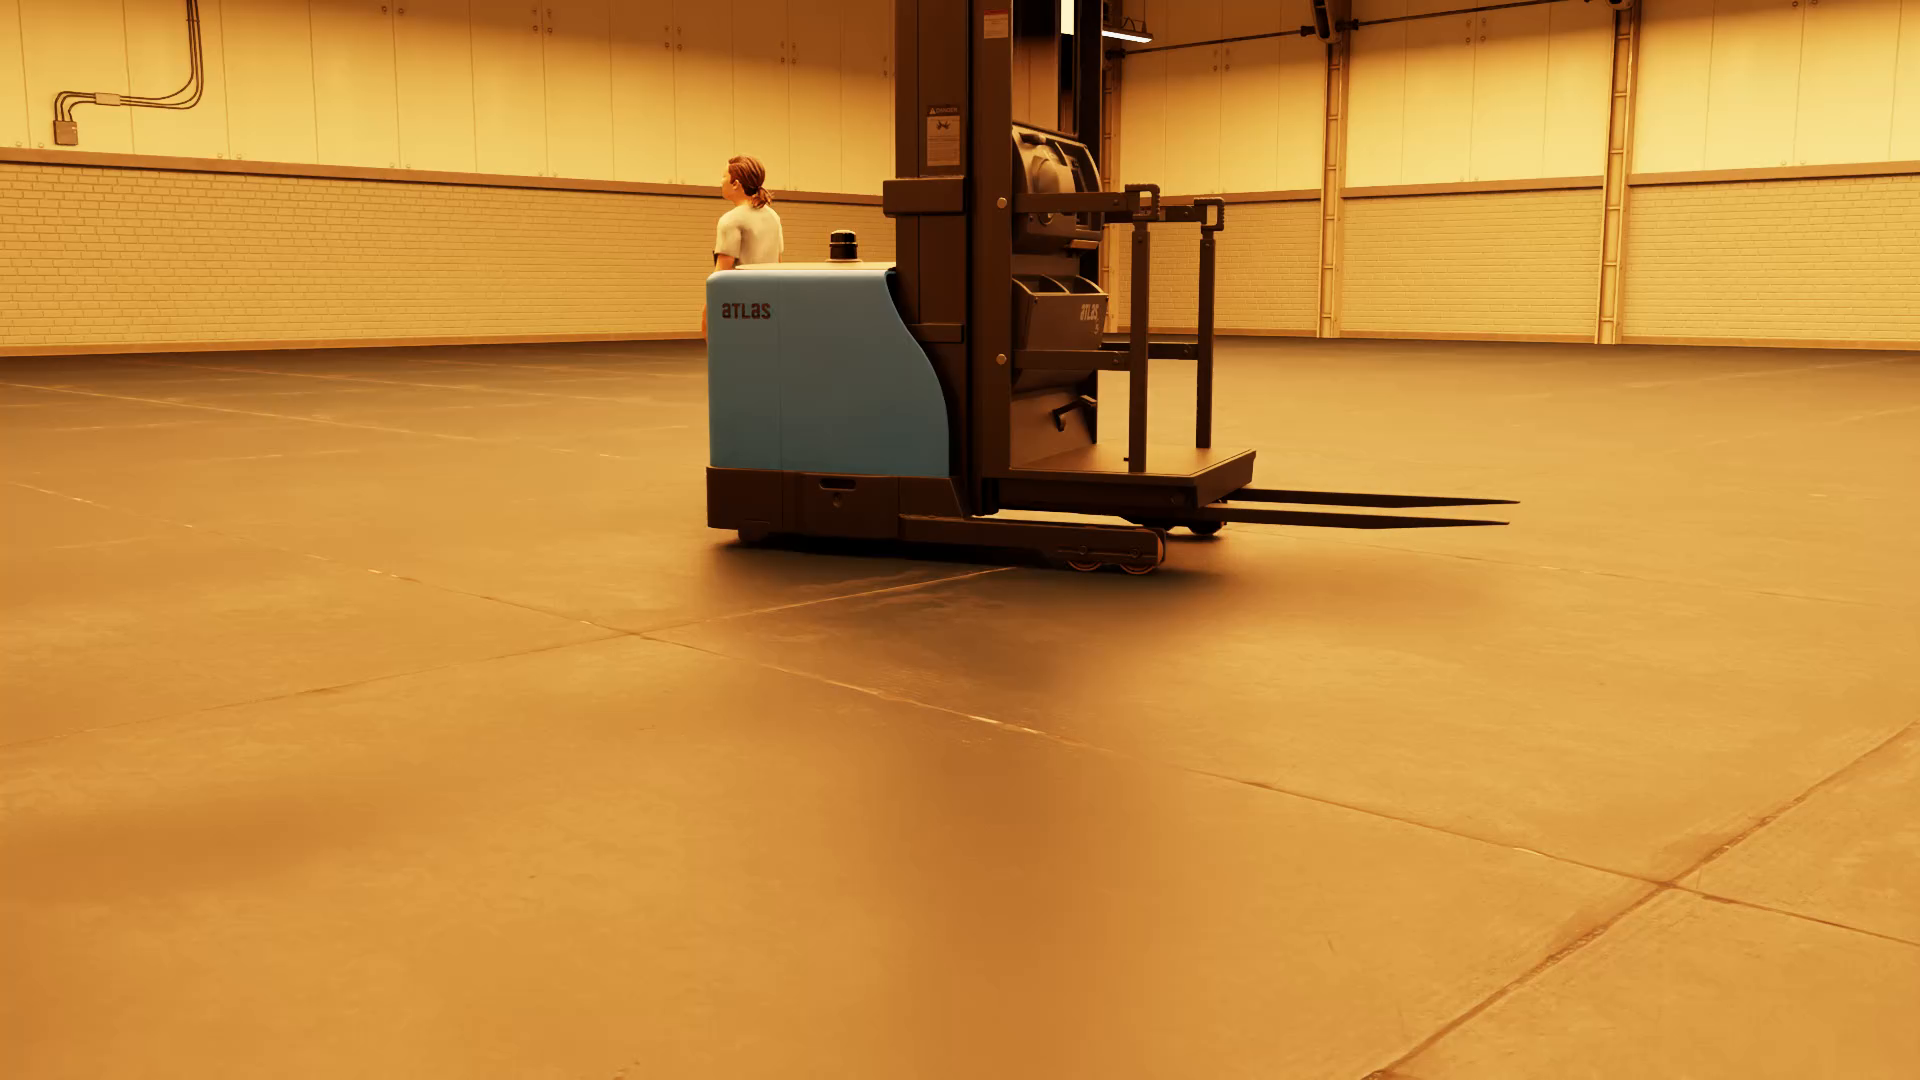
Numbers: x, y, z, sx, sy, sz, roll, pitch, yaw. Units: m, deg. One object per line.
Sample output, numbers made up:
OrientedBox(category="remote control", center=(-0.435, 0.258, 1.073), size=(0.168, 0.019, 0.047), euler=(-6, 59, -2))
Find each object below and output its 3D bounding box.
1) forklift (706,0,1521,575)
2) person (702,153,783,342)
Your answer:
OrientedBox(category="forklift", center=(0.565, -1.416, 6.275), size=(3.031, 2.935, 1.130), euler=(3, 9, 22))
OrientedBox(category="person", center=(-1.169, -1.138, 8.602), size=(0.549, 1.676, 0.551), euler=(5, 10, 31))
